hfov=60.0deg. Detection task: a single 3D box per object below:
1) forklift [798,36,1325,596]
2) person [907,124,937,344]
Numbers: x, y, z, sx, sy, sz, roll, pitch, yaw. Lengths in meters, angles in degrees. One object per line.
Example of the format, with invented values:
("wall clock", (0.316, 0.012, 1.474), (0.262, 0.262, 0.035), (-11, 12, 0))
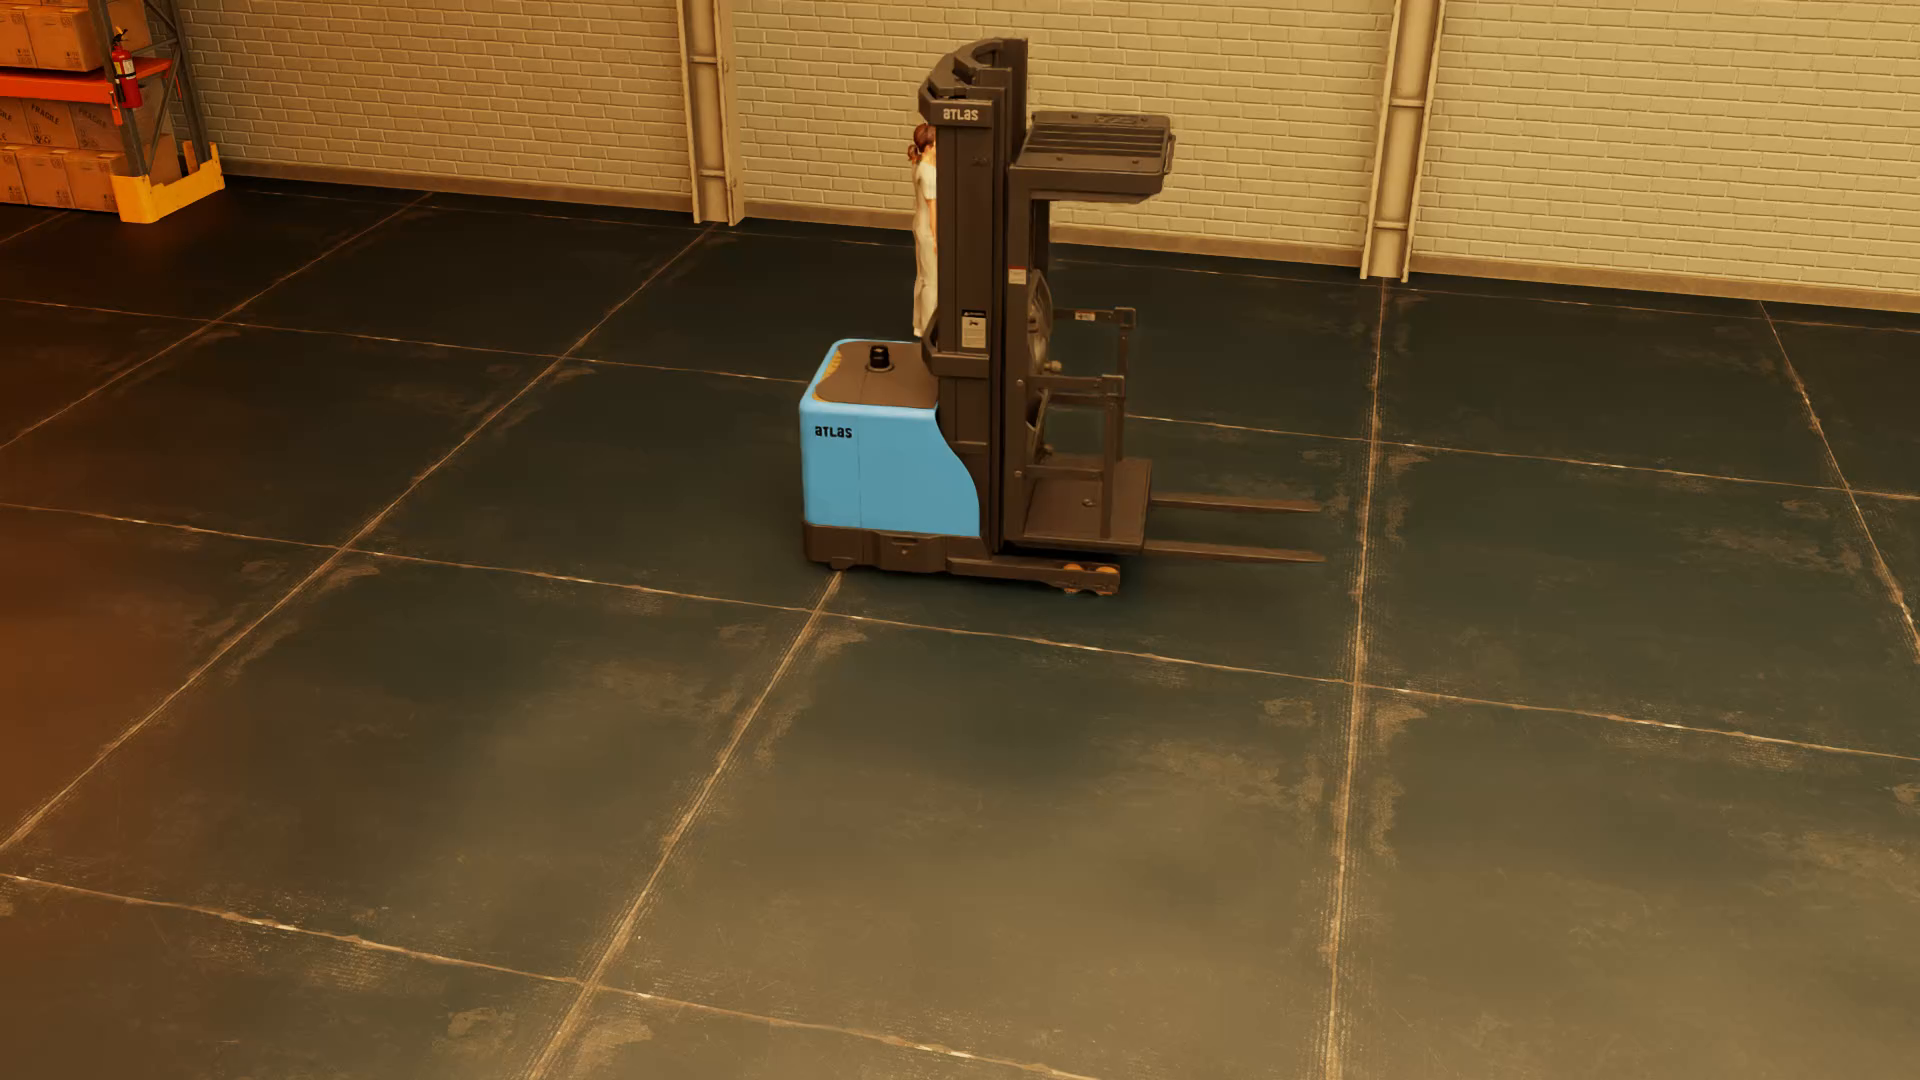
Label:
("forklift", (0.635, -1.237, 9.353), (3.031, 2.935, 1.130), (4, 30, 8))
("person", (-0.212, -2.299, 12.505), (0.371, 1.672, 0.431), (-7, 30, -12))
